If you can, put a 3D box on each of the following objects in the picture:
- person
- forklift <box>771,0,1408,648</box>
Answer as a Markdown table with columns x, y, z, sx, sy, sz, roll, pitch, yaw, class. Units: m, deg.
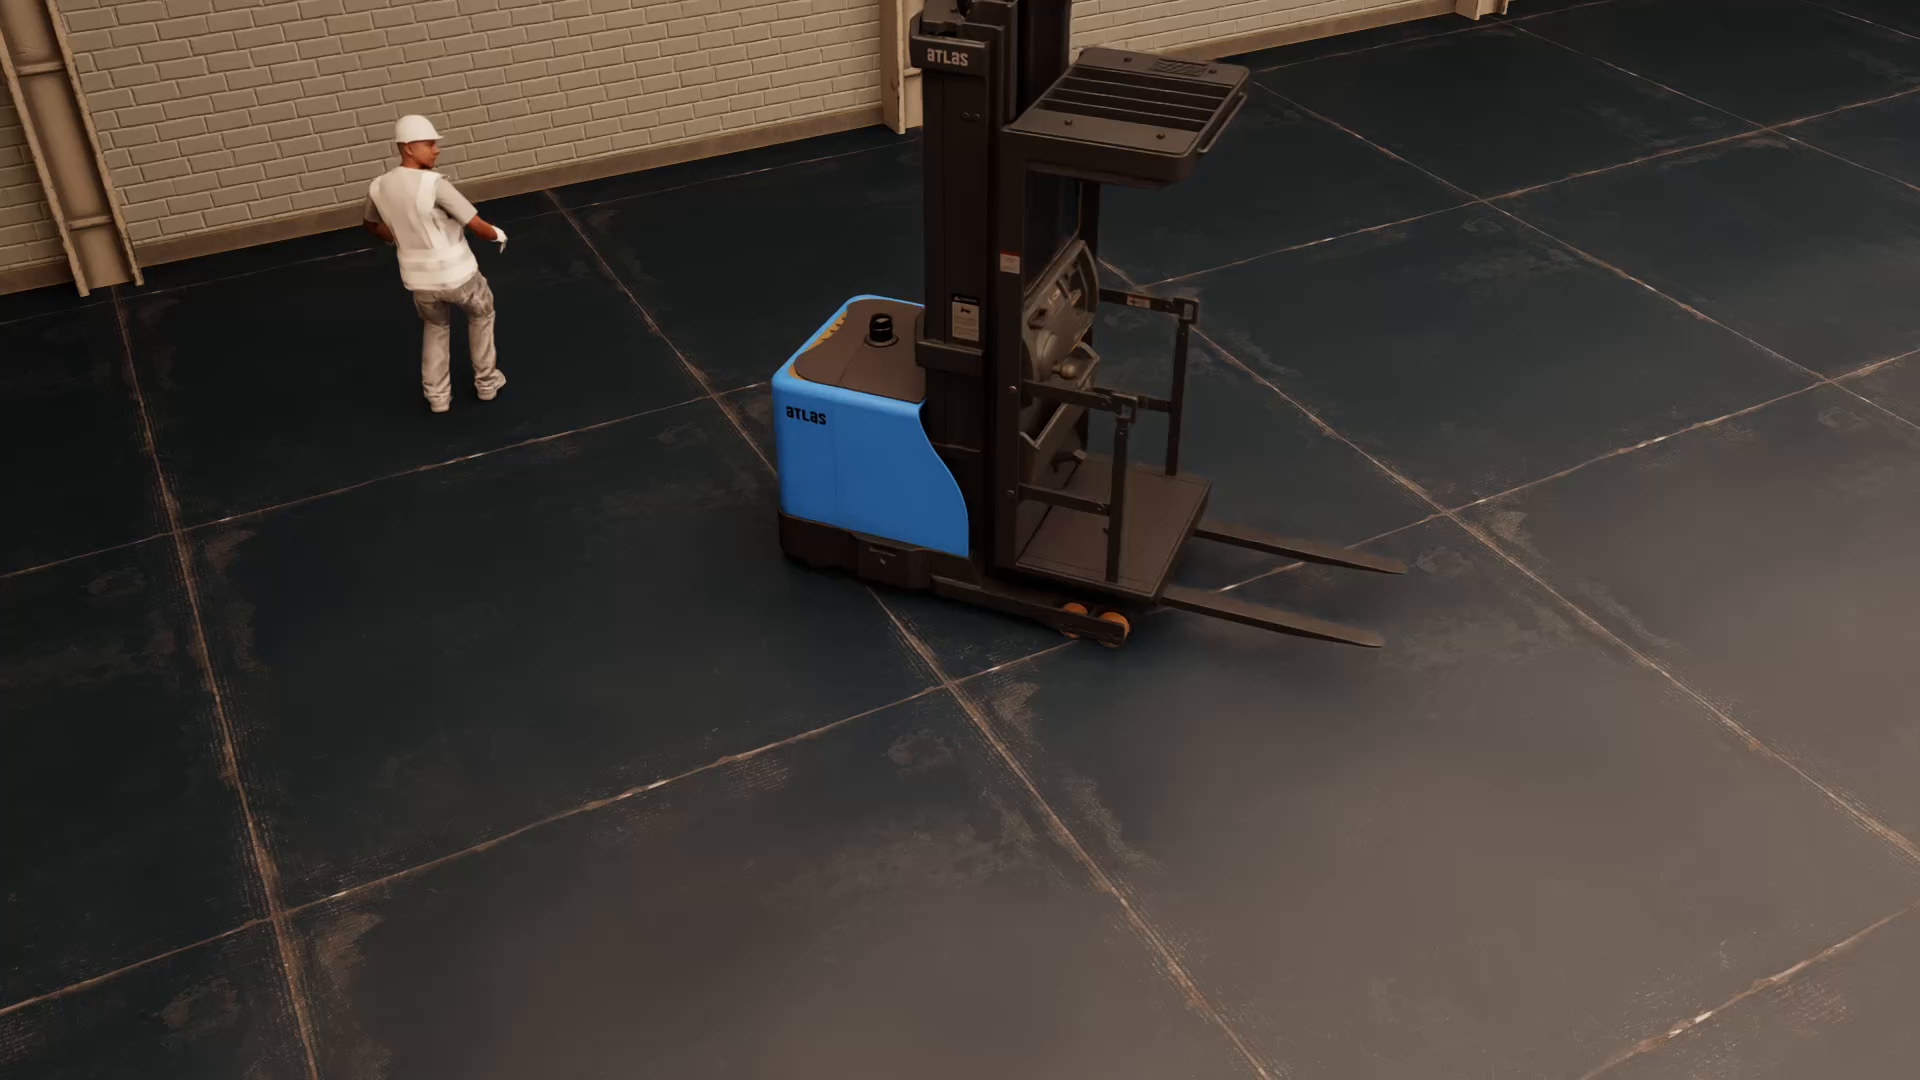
| x | y | z | sx | sy | sz | roll | pitch | yaw | class |
| --- | --- | --- | --- | --- | --- | --- | --- | --- | --- |
| -2.936 | -1.549 | 9.388 | 0.803 | 1.723 | 0.564 | 7 | 36 | 10 | person |
| 0.651 | -1.034 | 7.586 | 3.031 | 2.935 | 1.130 | 13 | 37 | 18 | forklift |
